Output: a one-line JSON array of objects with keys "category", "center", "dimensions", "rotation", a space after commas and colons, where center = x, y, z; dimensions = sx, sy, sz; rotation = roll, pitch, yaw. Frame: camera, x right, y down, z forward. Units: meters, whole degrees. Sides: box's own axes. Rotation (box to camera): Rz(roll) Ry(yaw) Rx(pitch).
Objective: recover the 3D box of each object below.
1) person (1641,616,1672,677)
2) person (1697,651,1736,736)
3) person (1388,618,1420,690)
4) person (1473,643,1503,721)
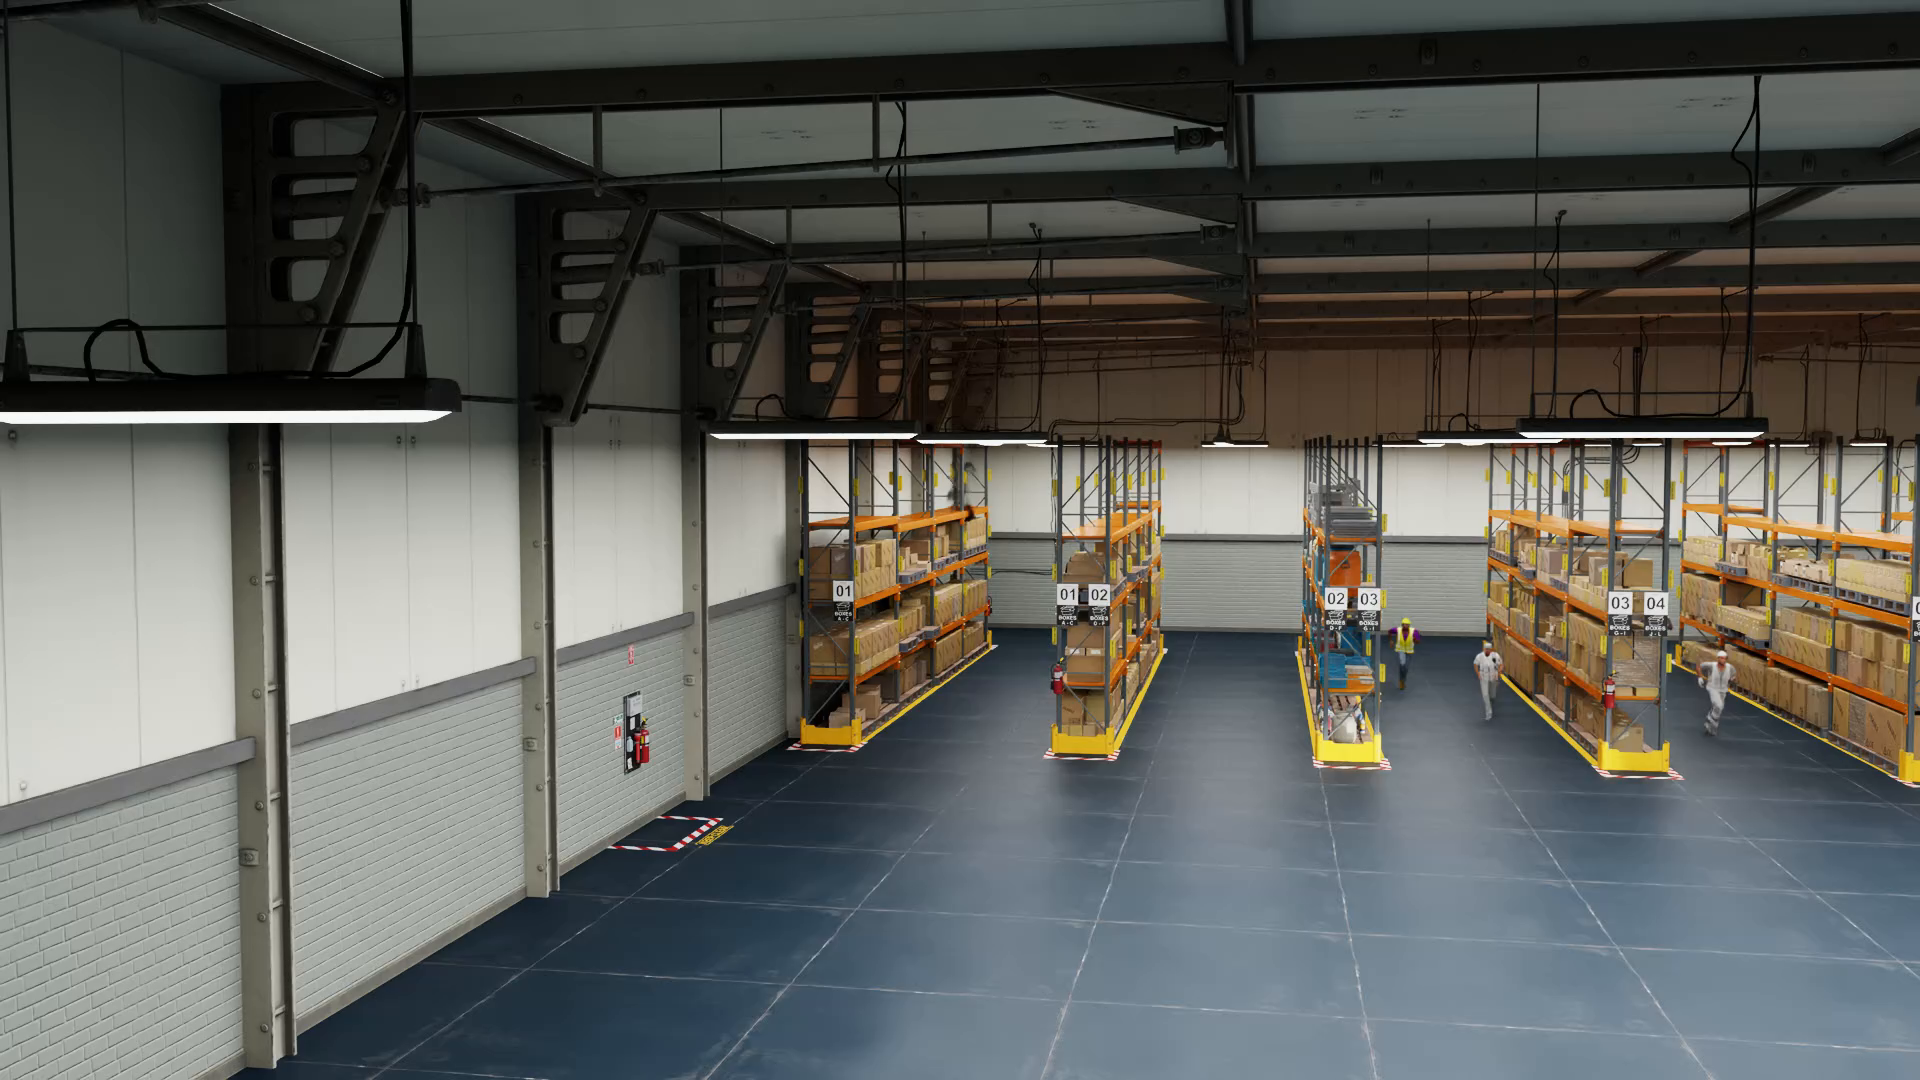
[{"category": "person", "center": [17.763, 2.530, 42.357], "dimensions": [0.703, 1.802, 1.047], "rotation": [1, 3, 11]}, {"category": "person", "center": [15.105, 3.044, 33.190], "dimensions": [0.643, 1.721, 0.922], "rotation": [0, 3, -4]}, {"category": "person", "center": [10.626, 2.710, 39.777], "dimensions": [0.684, 1.730, 0.925], "rotation": [0, 3, 2]}, {"category": "person", "center": [11.314, 3.010, 35.627], "dimensions": [0.606, 1.664, 0.904], "rotation": [1, 3, 13]}]
